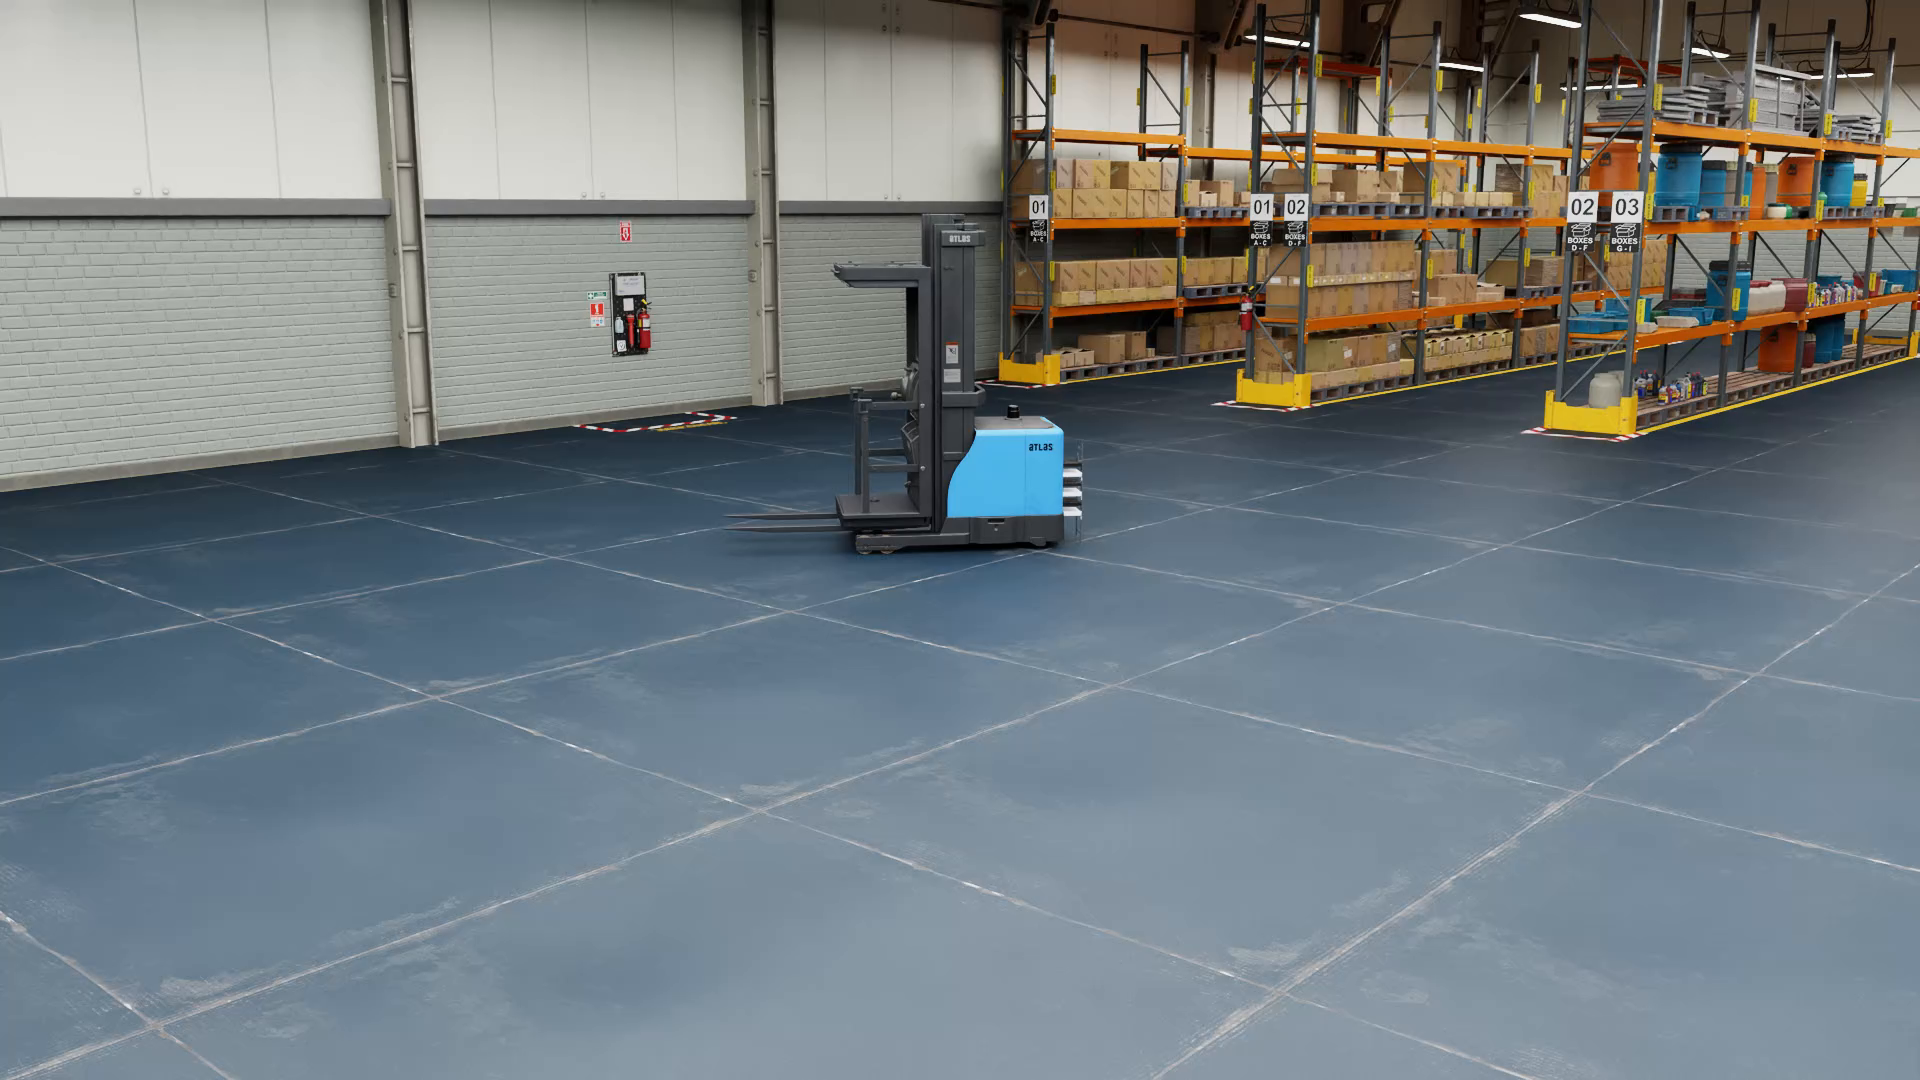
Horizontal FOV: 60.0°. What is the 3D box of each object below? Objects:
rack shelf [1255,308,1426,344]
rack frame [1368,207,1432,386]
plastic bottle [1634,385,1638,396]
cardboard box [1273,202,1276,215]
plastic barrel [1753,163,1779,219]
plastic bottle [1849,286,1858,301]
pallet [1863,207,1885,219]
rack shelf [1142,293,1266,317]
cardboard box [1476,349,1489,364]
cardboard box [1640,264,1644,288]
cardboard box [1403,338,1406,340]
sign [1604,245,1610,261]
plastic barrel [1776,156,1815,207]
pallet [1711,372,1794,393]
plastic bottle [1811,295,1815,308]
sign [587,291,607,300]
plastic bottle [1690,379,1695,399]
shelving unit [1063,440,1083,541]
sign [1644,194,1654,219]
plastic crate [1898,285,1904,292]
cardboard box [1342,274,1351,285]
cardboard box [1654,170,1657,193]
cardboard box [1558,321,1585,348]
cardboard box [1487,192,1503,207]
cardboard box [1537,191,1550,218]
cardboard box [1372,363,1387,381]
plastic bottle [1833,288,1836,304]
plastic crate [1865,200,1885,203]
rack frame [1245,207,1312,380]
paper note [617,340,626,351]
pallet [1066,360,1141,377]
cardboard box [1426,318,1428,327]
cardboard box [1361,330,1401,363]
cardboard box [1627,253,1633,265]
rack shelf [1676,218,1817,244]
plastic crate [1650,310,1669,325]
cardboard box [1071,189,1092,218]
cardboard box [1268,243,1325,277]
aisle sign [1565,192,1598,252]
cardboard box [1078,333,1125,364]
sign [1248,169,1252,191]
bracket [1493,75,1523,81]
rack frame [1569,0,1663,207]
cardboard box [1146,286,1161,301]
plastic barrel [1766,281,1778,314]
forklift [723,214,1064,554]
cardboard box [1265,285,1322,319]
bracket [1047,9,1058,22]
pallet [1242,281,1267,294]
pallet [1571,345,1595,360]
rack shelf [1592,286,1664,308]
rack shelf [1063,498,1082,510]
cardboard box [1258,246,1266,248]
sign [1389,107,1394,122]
[{"bbox_3d":[6.204,-3.541,27.158,1.077,0.370,4.000,10,15,40],"label":"rack shelf"},{"bbox_3d":[7.525,-4.188,28.560,1.000,3.000,0.127,10,15,40],"label":"rack frame"},{"bbox_3d":[9.990,-2.199,24.621,0.097,0.201,0.097,0,11,0],"label":"plastic bottle"},{"bbox_3d":[6.169,-6.713,33.719,0.500,0.311,0.500,10,15,40],"label":"cardboard box"},{"bbox_3d":[13.178,-5.760,27.490,0.600,0.901,0.600,0,11,0],"label":"plastic barrel"},{"bbox_3d":[16.506,-4.564,30.757,0.152,0.276,0.135,10,15,40],"label":"plastic bottle"},{"bbox_3d":[16.080,-5.975,30.328,1.213,0.211,1.003,10,15,40],"label":"pallet"},{"bbox_3d":[5.121,-4.770,33.308,1.077,0.370,4.000,10,15,40],"label":"rack shelf"},{"bbox_3d":[9.329,-3.375,30.439,0.500,0.250,0.500,10,15,42],"label":"cardboard box"},{"bbox_3d":[14.349,-5.678,35.764,0.500,0.500,0.500,9,15,40],"label":"cardboard box"},{"bbox_3d":[7.577,-3.417,29.218,0.500,0.311,0.500,10,15,40],"label":"cardboard box"},{"bbox_3d":[13.225,-5.862,33.983,0.100,0.325,0.005,10,15,40],"label":"sign"},{"bbox_3d":[14.260,-6.106,28.337,0.600,0.830,0.708,10,15,40],"label":"plastic barrel"},{"bbox_3d":[13.343,-2.659,28.025,1.003,0.211,1.213,10,15,40],"label":"pallet"},{"bbox_3d":[14.663,-4.143,28.631,0.061,0.283,0.133,10,15,40],"label":"plastic bottle"},{"bbox_3d":[-5.080,-3.422,23.280,0.001,0.109,0.331,10,15,40],"label":"sign"},{"bbox_3d":[10.831,-2.241,24.625,0.133,0.283,0.061,-11,16,-44],"label":"plastic bottle"},{"bbox_3d":[0.992,-0.455,15.229,0.210,0.900,0.258,-1,11,-7],"label":"shelving unit"},{"bbox_3d":[9.013,-4.362,21.751,0.100,0.325,0.005,10,15,40],"label":"sign"},{"bbox_3d":[18.762,-5.069,33.493,0.396,0.136,0.243,10,15,40],"label":"plastic crate"},{"bbox_3d":[5.985,-4.149,26.452,0.380,0.149,0.250,9,14,38],"label":"cardboard box"},{"bbox_3d":[15.119,-7.886,36.609,0.700,0.500,0.500,10,15,40],"label":"cardboard box"},{"bbox_3d":[12.362,-4.174,33.747,0.500,0.500,0.500,10,15,41],"label":"cardboard box"},{"bbox_3d":[9.575,-6.226,30.418,0.500,0.250,0.500,10,15,42],"label":"cardboard box"},{"bbox_3d":[10.764,-6.440,31.922,0.910,0.500,0.500,10,15,40],"label":"cardboard box"},{"bbox_3d":[6.726,-2.801,27.566,0.500,0.250,0.500,10,15,40],"label":"cardboard box"},{"bbox_3d":[15.572,-4.345,29.646,0.061,0.283,0.133,10,15,40],"label":"plastic bottle"},{"bbox_3d":[17.949,-6.564,32.955,0.504,0.338,0.767,10,15,40],"label":"plastic crate"},{"bbox_3d":[4.884,-3.600,25.614,1.000,3.000,0.127,10,15,40],"label":"rack frame"},{"bbox_3d":[-4.816,-2.764,23.679,0.016,0.148,0.142,10,15,40],"label":"paper note"},{"bbox_3d":[2.579,-3.177,30.617,1.003,0.211,1.213,10,15,40],"label":"pallet"},{"bbox_3d":[10.674,-5.310,39.488,0.700,0.500,0.500,9,14,39],"label":"cardboard box"},{"bbox_3d":[7.044,-3.245,27.871,0.500,0.500,0.500,10,15,40],"label":"cardboard box"},{"bbox_3d":[14.008,-6.089,35.269,0.500,0.500,0.500,9,15,39],"label":"cardboard box"},{"bbox_3d":[12.563,-4.960,26.601,1.077,0.370,4.000,10,15,40],"label":"rack shelf"},{"bbox_3d":[10.135,-3.280,24.555,0.450,0.188,0.662,10,15,40],"label":"plastic crate"},{"bbox_3d":[1.950,-5.861,28.969,0.500,0.500,0.500,-11,16,-44],"label":"cardboard box"},{"bbox_3d":[5.237,-4.360,25.852,0.700,0.500,0.500,10,15,41],"label":"cardboard box"},{"bbox_3d":[8.332,-4.261,22.289,0.394,0.787,0.004,10,15,40],"label":"aisle sign"},{"bbox_3d":[2.583,-3.505,30.399,0.700,0.500,0.500,9,14,37],"label":"cardboard box"},{"bbox_3d":[4.486,-5.538,25.603,0.100,0.325,0.005,10,15,40],"label":"sign"},{"bbox_3d":[14.570,-12.087,43.599,0.076,0.066,3.189,10,15,40],"label":"bracket"},{"bbox_3d":[8.602,-5.901,21.817,1.000,3.000,0.127,10,15,40],"label":"rack frame"},{"bbox_3d":[3.381,-4.583,30.870,0.500,0.250,0.500,10,15,41],"label":"cardboard box"},{"bbox_3d":[13.087,-3.950,27.080,0.421,0.512,0.421,0,11,0],"label":"plastic barrel"},{"bbox_3d":[-0.625,-1.421,14.883,3.031,2.935,1.130,-1,11,-7],"label":"forklift"},{"bbox_3d":[5.202,-3.716,25.940,0.700,0.500,0.500,10,15,40],"label":"cardboard box"},{"bbox_3d":[1.514,-9.177,29.029,0.235,0.232,0.430,10,15,40],"label":"bracket"},{"bbox_3d":[6.051,-5.204,34.136,1.213,0.211,1.003,10,15,40],"label":"pallet"},{"bbox_3d":[12.297,-3.873,34.103,1.003,0.211,1.213,10,15,40],"label":"pallet"},{"bbox_3d":[14.126,-5.307,35.997,1.077,0.370,4.000,10,15,40],"label":"rack shelf"},{"bbox_3d":[0.992,-0.334,15.253,0.200,0.077,0.258,-1,11,-7],"label":"rack shelf"},{"bbox_3d":[6.546,-6.089,35.098,0.500,0.250,0.500,10,15,42],"label":"cardboard box"},{"bbox_3d":[9.497,-9.375,36.628,0.100,0.325,0.005,10,15,40],"label":"sign"}]
